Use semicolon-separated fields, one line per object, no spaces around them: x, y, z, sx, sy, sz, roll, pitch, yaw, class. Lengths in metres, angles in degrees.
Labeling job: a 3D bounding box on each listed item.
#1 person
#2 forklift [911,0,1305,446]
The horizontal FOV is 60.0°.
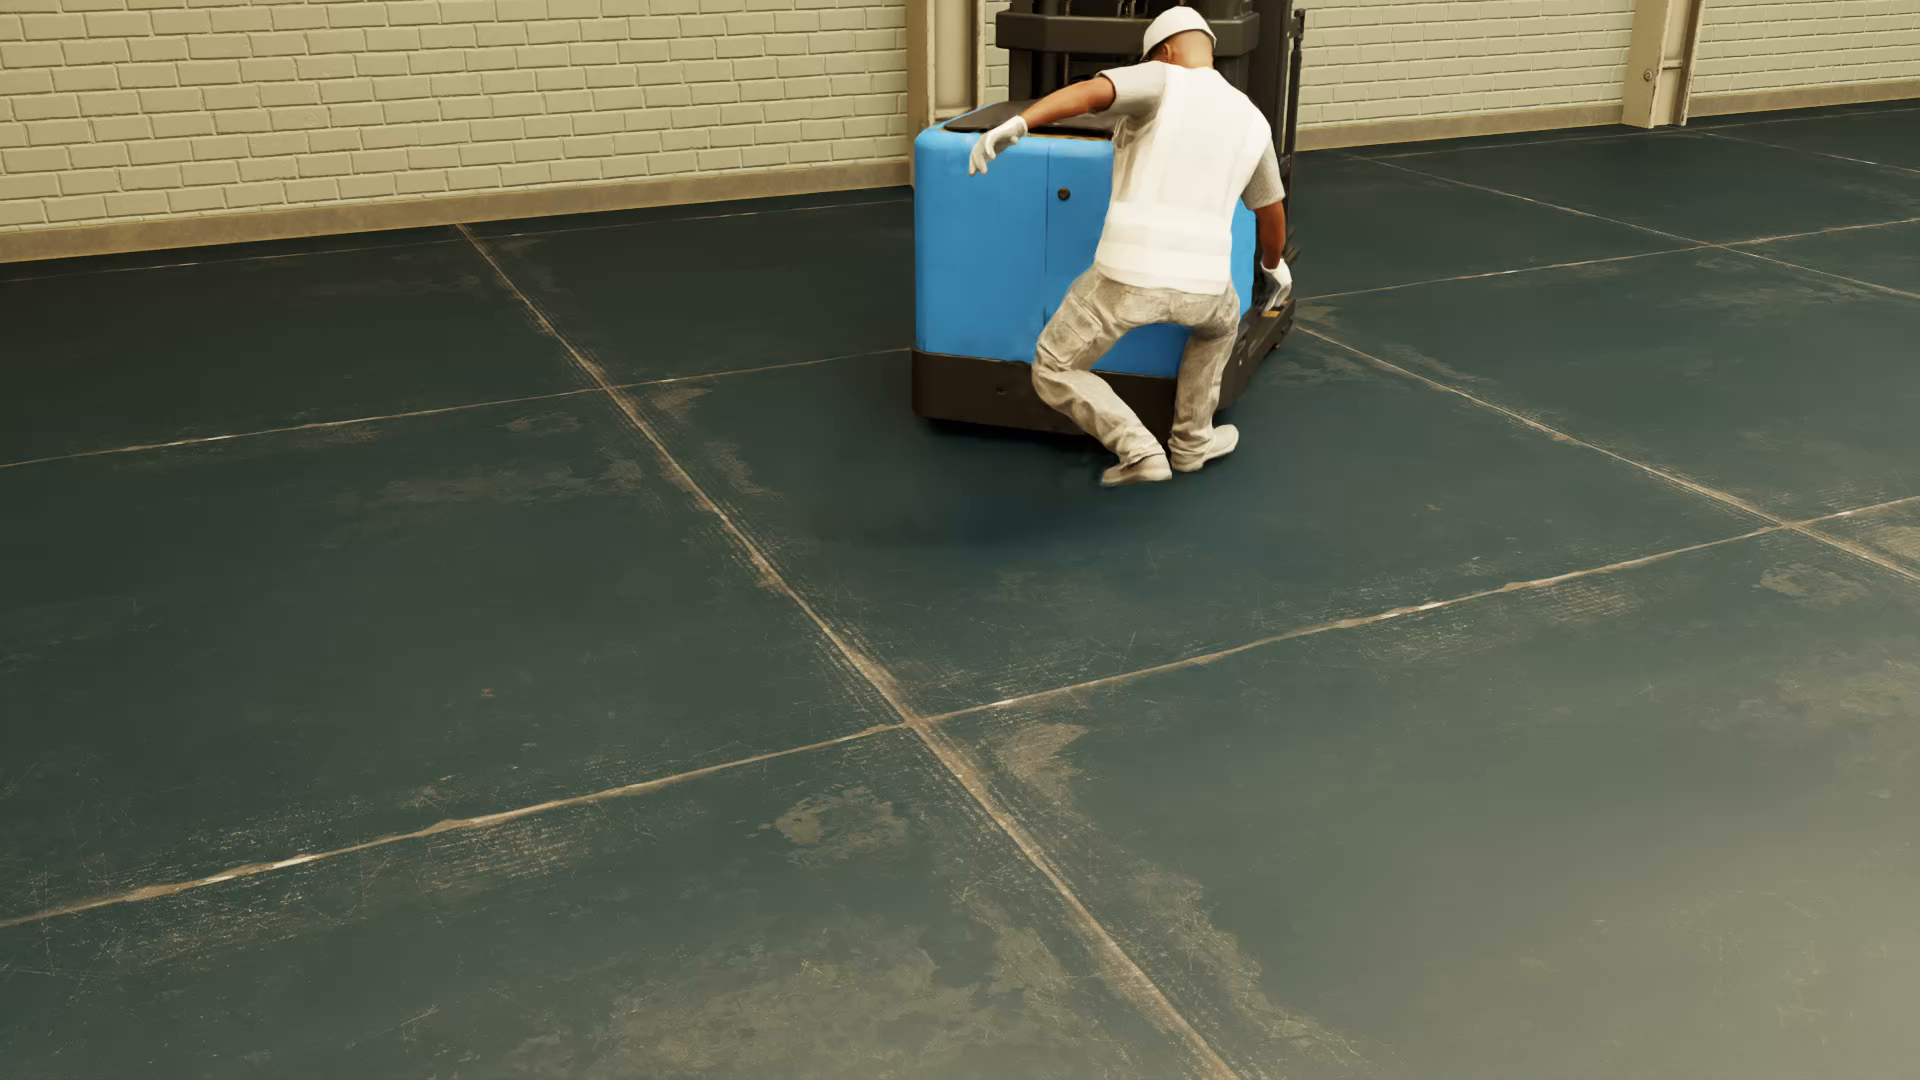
0.561;-0.826;5.137;1.240;1.523;0.700;-7;24;-17;person
0.819;-2.212;6.612;1.130;2.935;3.031;8;24;19;forklift
